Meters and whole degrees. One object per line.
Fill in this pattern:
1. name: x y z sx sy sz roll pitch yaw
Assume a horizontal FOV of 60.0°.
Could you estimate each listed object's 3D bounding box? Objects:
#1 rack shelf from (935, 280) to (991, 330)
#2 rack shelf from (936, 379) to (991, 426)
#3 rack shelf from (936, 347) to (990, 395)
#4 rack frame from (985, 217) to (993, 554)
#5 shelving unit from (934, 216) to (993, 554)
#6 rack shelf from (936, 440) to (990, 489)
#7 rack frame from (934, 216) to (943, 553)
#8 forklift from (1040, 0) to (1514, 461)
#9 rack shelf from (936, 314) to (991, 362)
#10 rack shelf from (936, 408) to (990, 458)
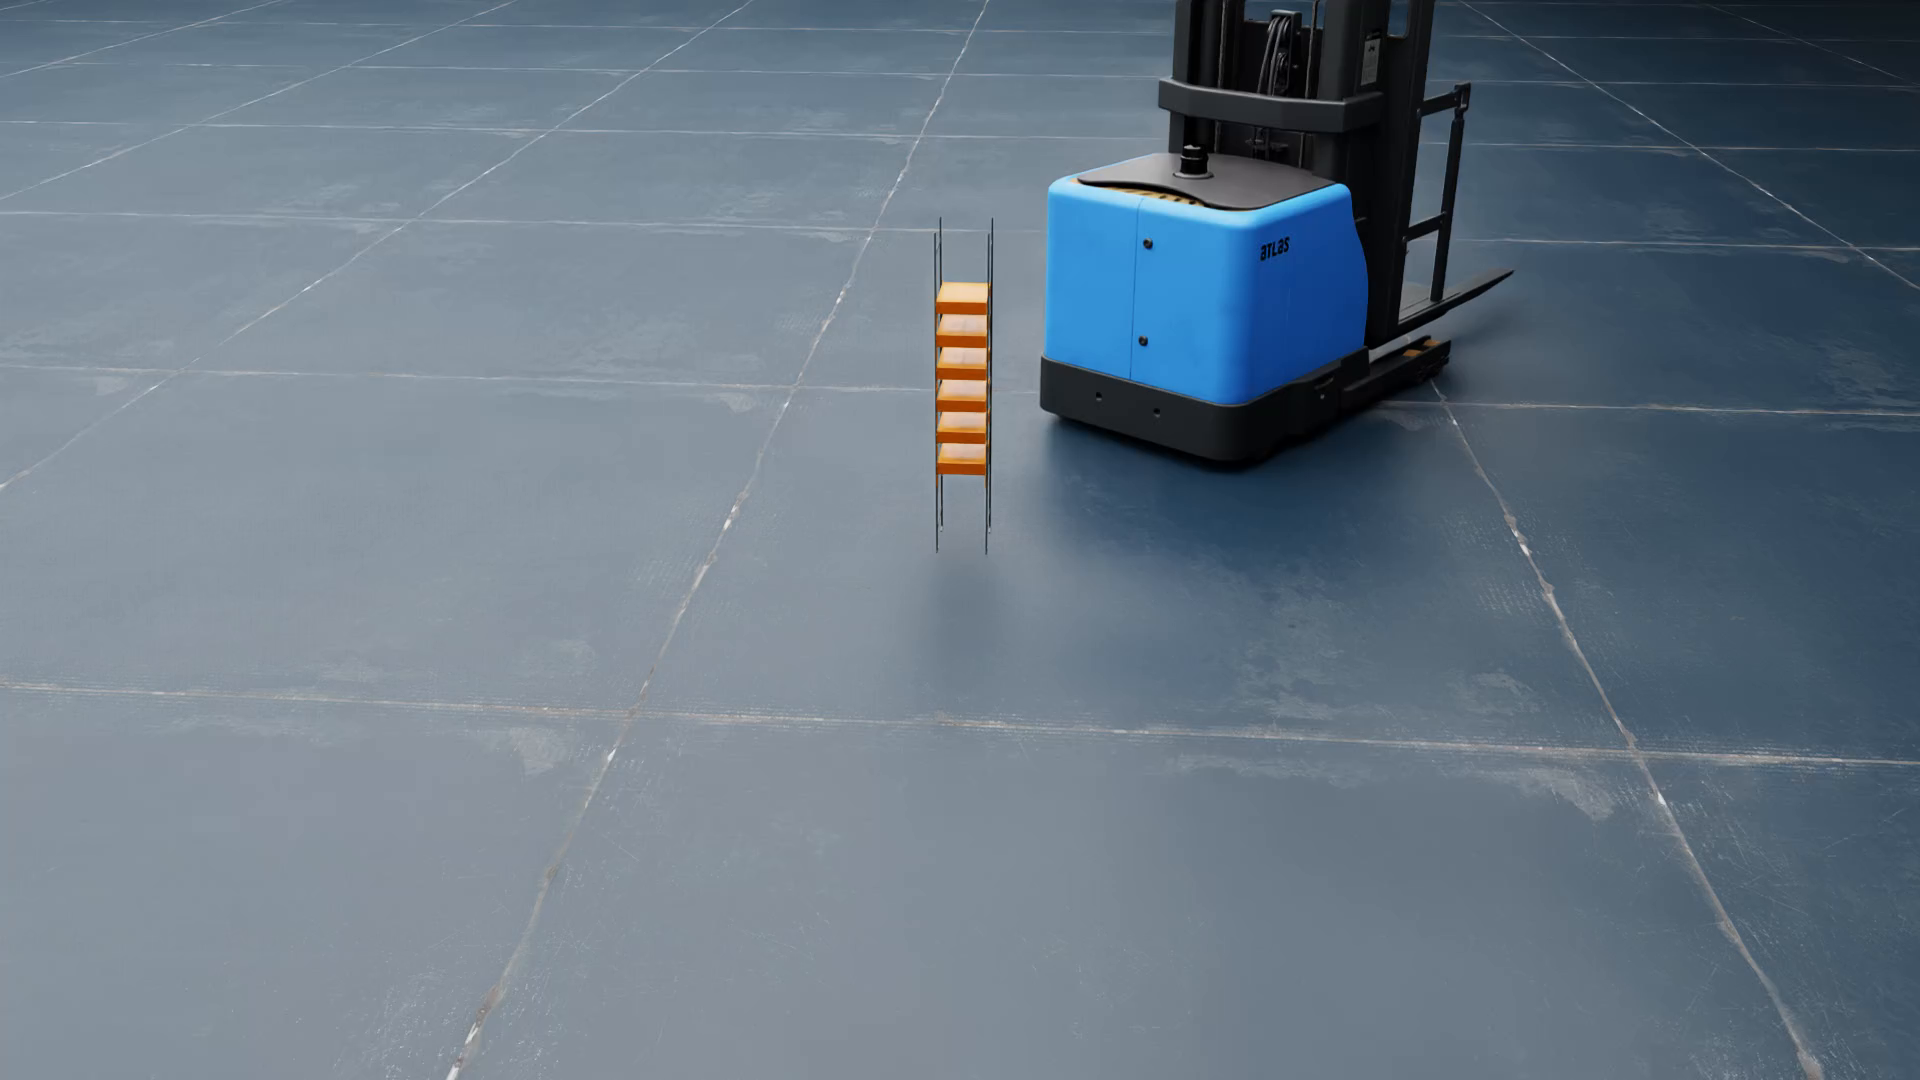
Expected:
1. rack shelf: 0.014 -0.831 5.866 0.180 0.103 0.258 2 25 4
2. rack shelf: 0.014 -0.504 6.017 0.180 0.103 0.258 2 25 4
3. rack shelf: 0.014 -0.613 5.967 0.180 0.103 0.258 2 25 4
4. rack frame: 0.106 -0.542 5.992 0.006 1.200 0.240 2 25 4
5. shelving unit: 0.014 -0.545 5.998 0.189 1.200 0.258 2 25 4
6. rack shelf: 0.014 -0.286 6.117 0.180 0.103 0.258 2 25 4
7. rack frame: -0.077 -0.548 6.005 0.006 1.200 0.240 2 25 4
8. forklift: 1.702 -2.188 7.499 1.130 2.935 3.031 20 31 37
9. rack shelf: 0.014 -0.722 5.916 0.180 0.103 0.258 2 25 4
10. rack shelf: 0.014 -0.395 6.067 0.180 0.103 0.258 2 25 4
